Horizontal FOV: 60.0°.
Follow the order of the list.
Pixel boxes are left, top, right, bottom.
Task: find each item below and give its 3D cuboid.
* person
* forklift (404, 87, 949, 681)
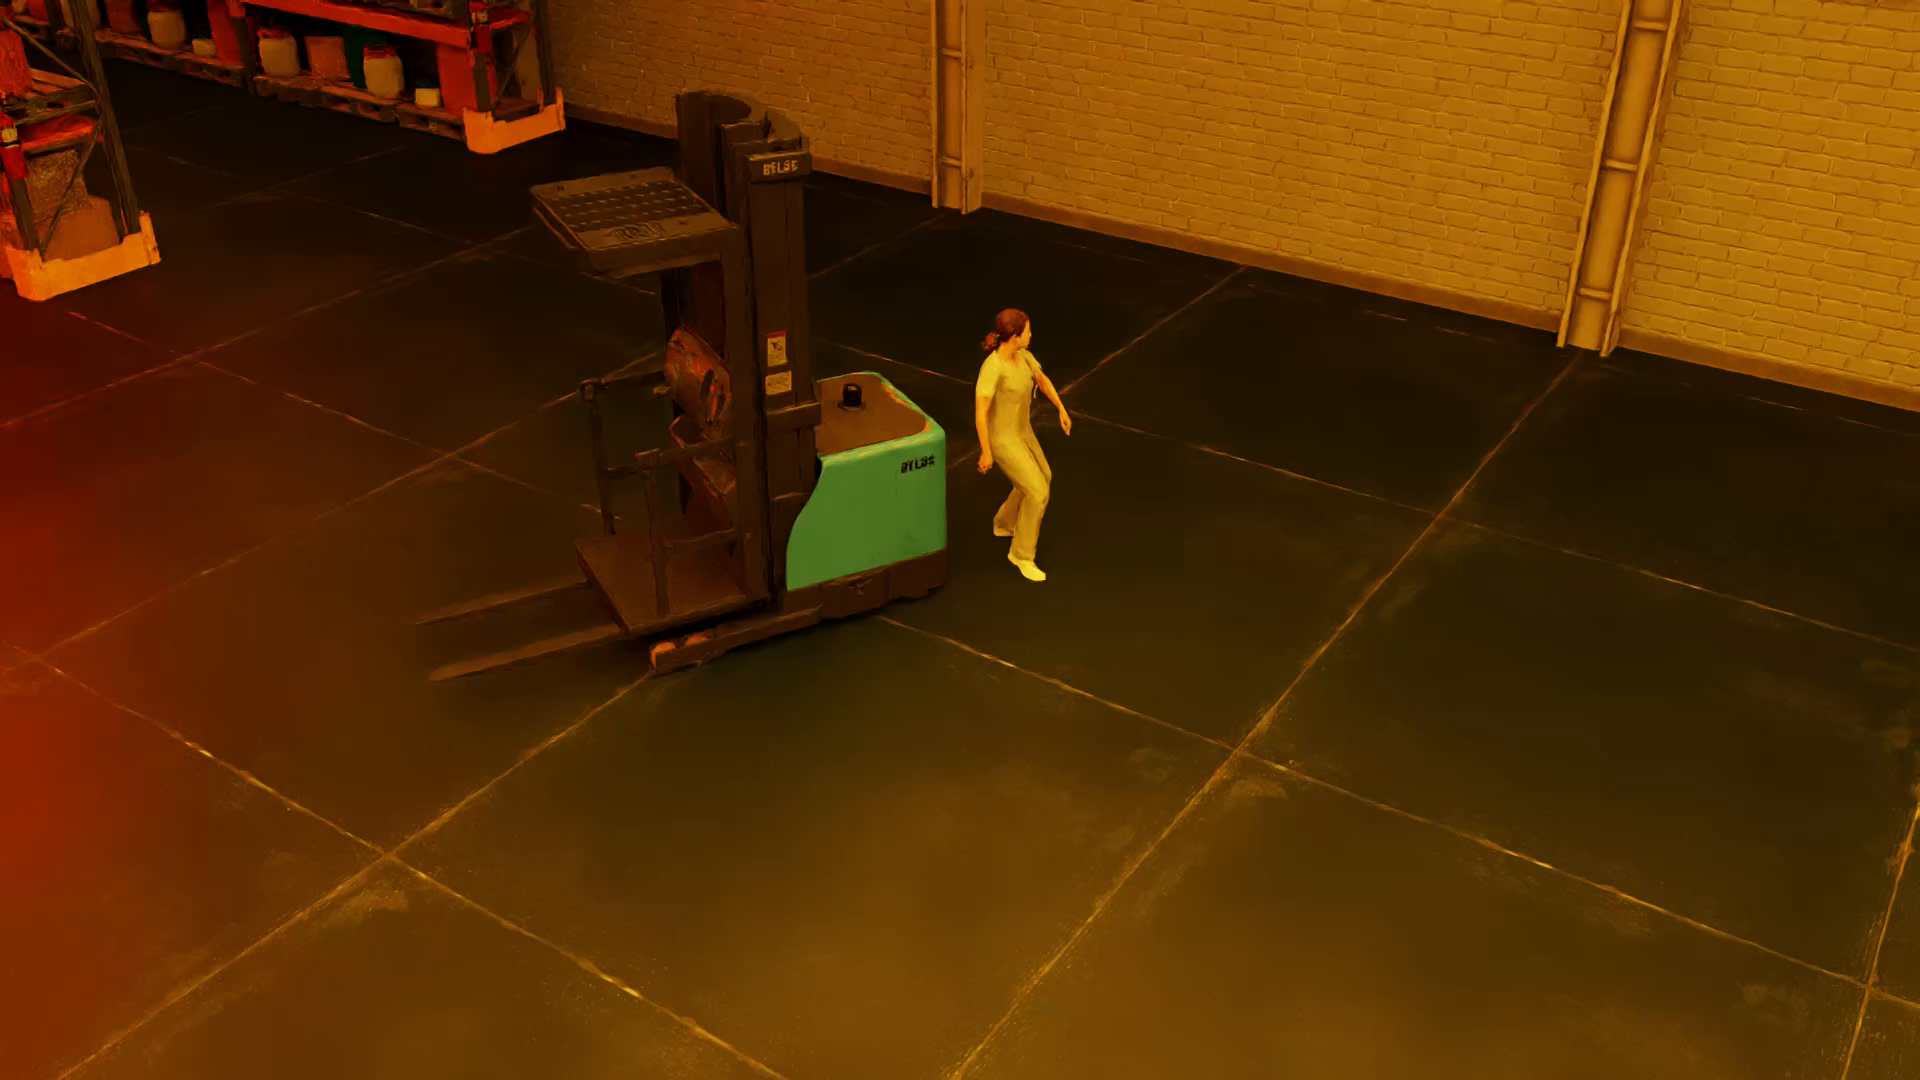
[{"bbox_3d":[0.358,-0.592,9.965,0.552,1.604,0.738,13,32,20],"label":"person"},{"bbox_3d":[-1.612,-0.834,9.017,3.031,2.935,1.130,-15,33,-24],"label":"forklift"}]
